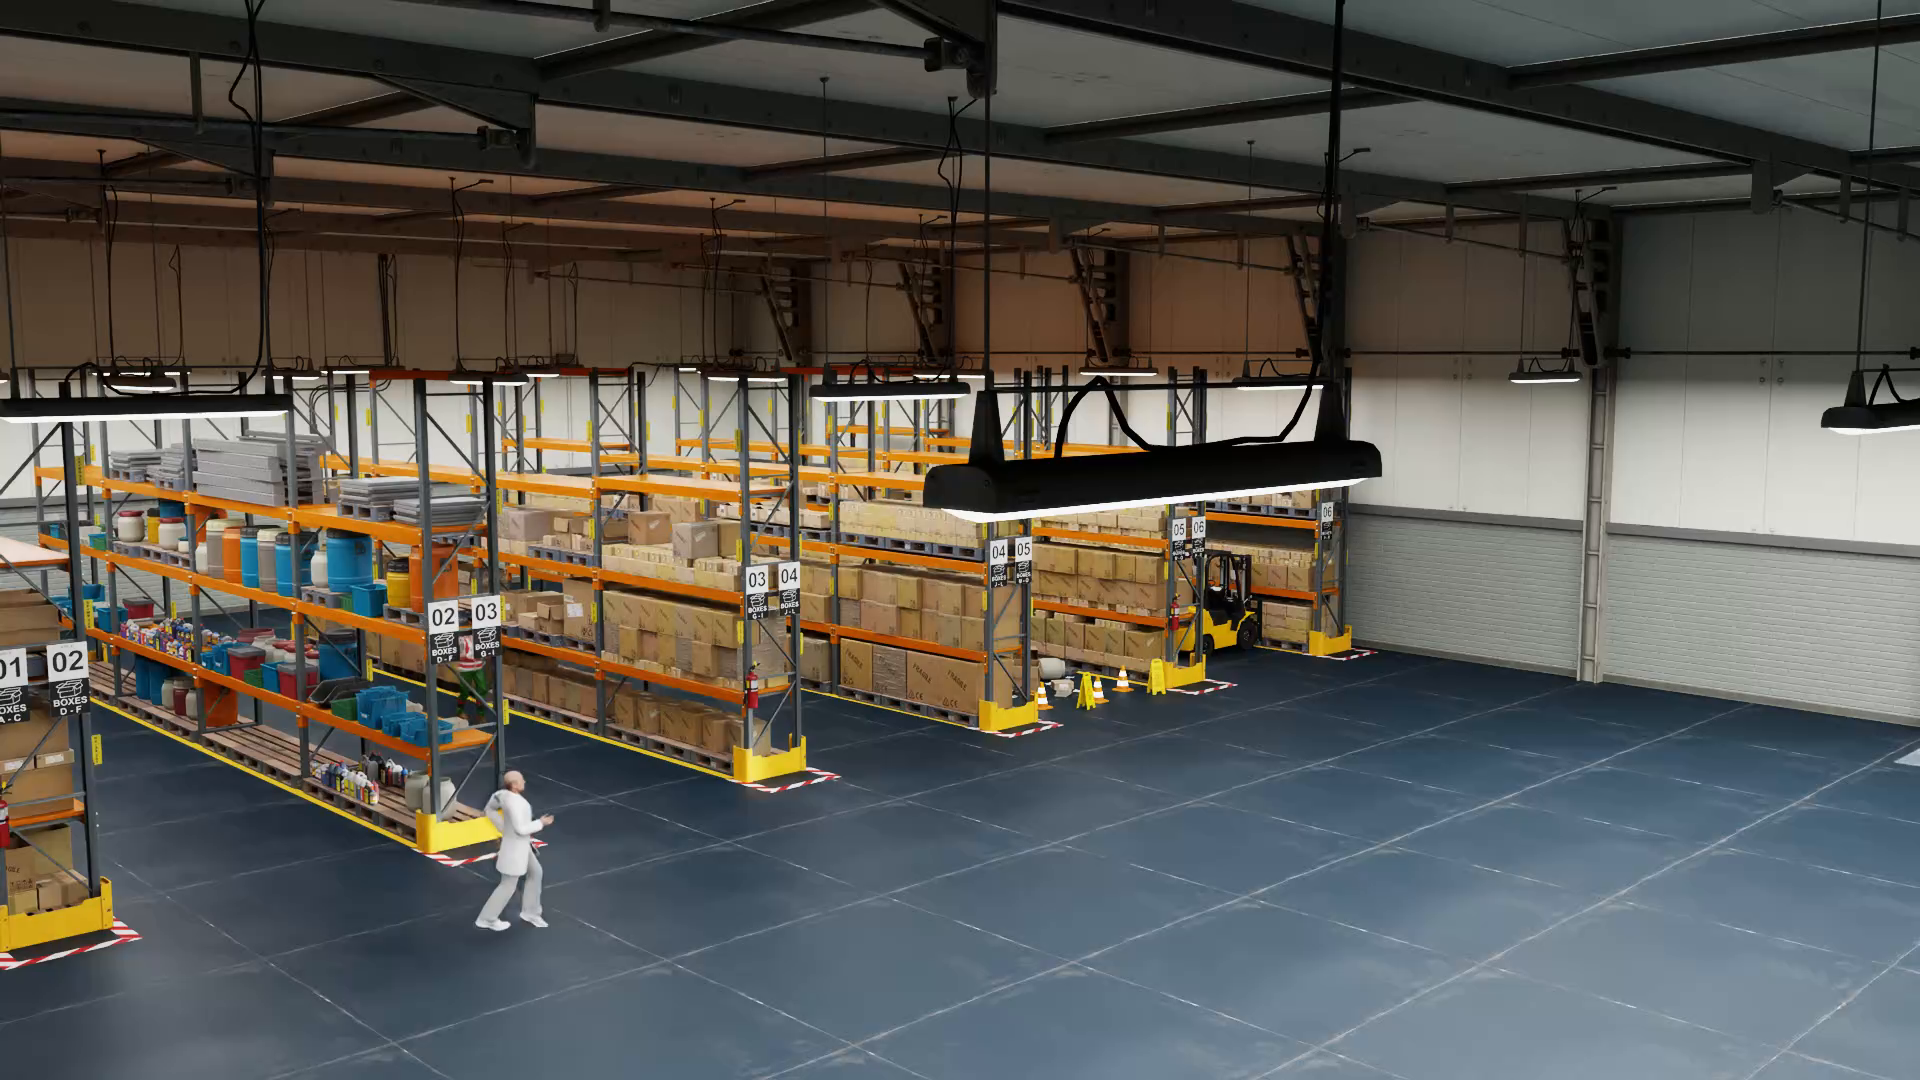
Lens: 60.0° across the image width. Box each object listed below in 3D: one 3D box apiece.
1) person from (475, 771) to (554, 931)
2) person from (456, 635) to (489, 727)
[{"bbox_3d":[-4.857,3.417,18.101,0.868,1.851,0.687,-2,7,-20],"label":"person"},{"bbox_3d":[-8.332,2.239,28.289,0.764,1.836,0.635,6,9,43],"label":"person"}]
